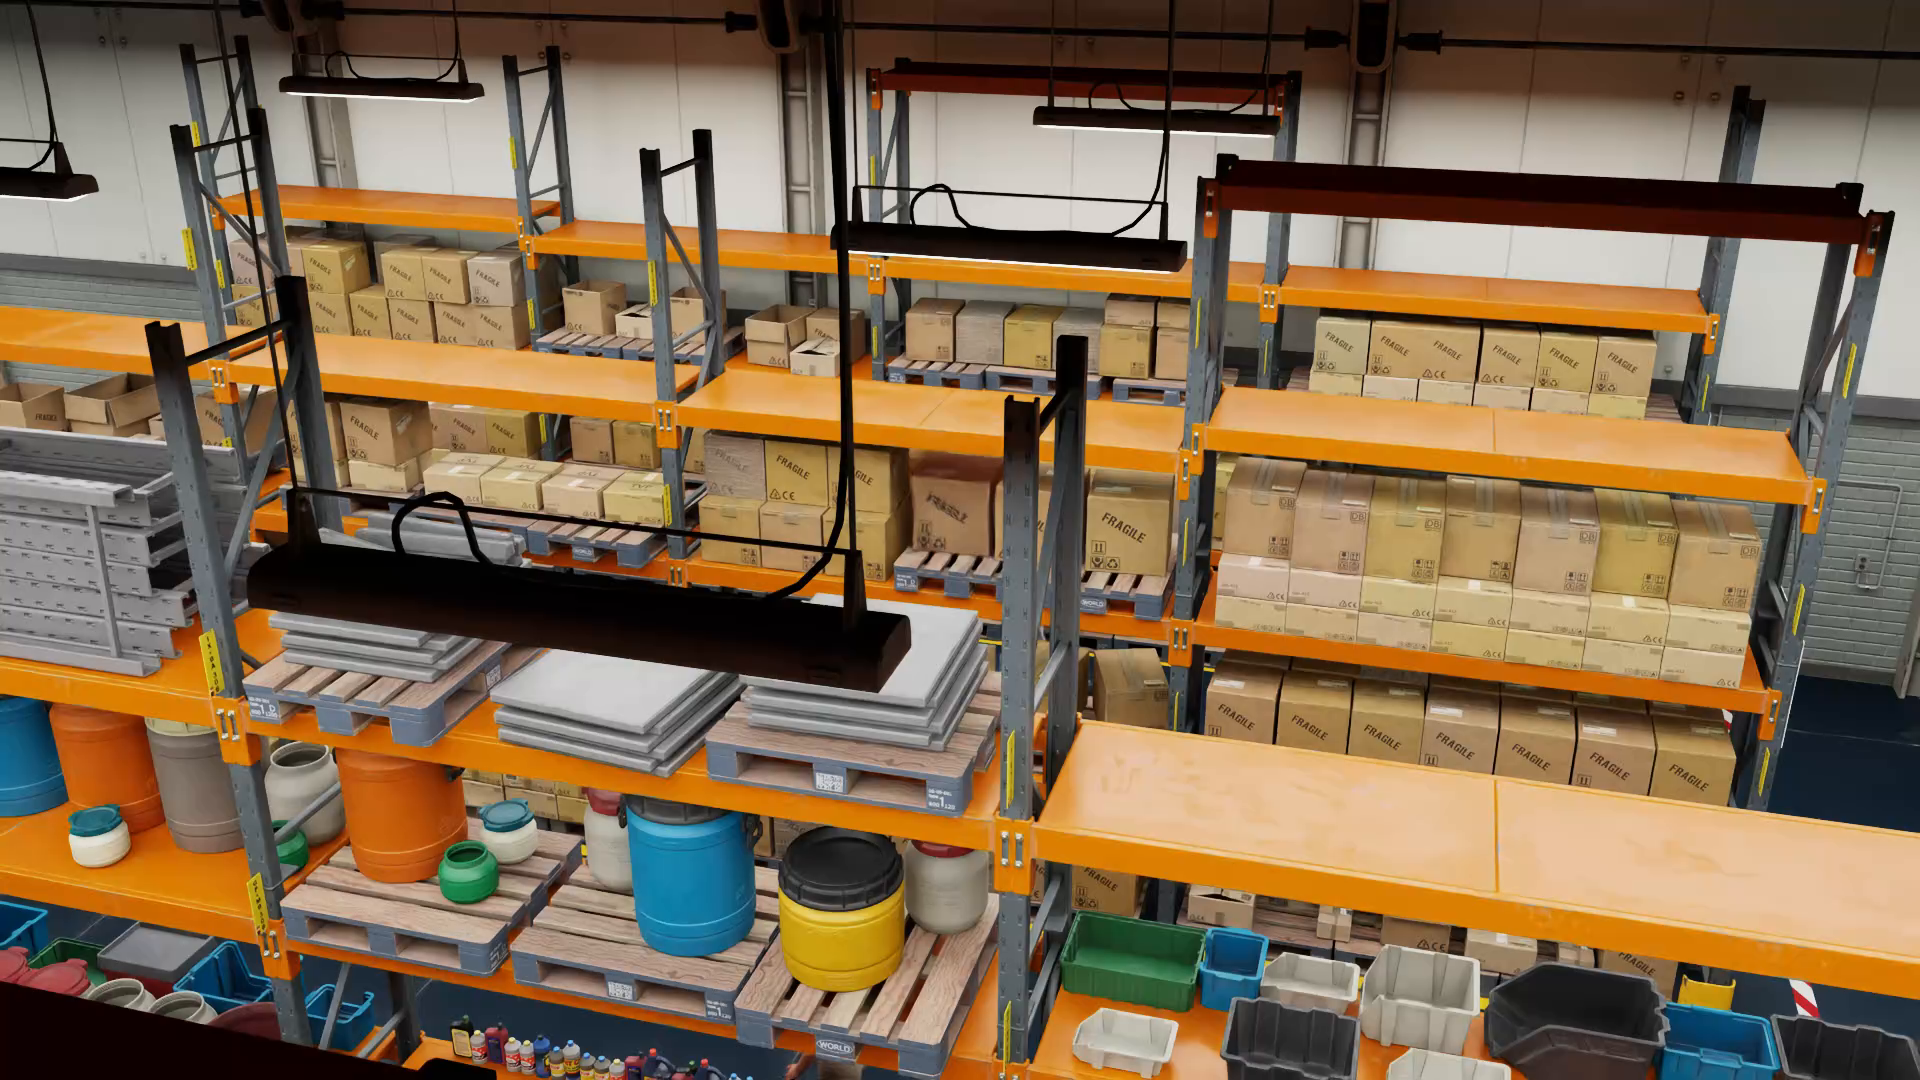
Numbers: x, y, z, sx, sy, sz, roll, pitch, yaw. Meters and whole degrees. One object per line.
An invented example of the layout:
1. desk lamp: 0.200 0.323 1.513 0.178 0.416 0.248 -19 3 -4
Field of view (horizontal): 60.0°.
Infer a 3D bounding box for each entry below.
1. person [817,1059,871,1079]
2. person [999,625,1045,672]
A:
1. person: -0.809 3.338 10.621 0.689 1.649 0.416 12 25 26
2. person: 0.756 0.817 16.599 0.804 1.544 0.465 3 23 6
